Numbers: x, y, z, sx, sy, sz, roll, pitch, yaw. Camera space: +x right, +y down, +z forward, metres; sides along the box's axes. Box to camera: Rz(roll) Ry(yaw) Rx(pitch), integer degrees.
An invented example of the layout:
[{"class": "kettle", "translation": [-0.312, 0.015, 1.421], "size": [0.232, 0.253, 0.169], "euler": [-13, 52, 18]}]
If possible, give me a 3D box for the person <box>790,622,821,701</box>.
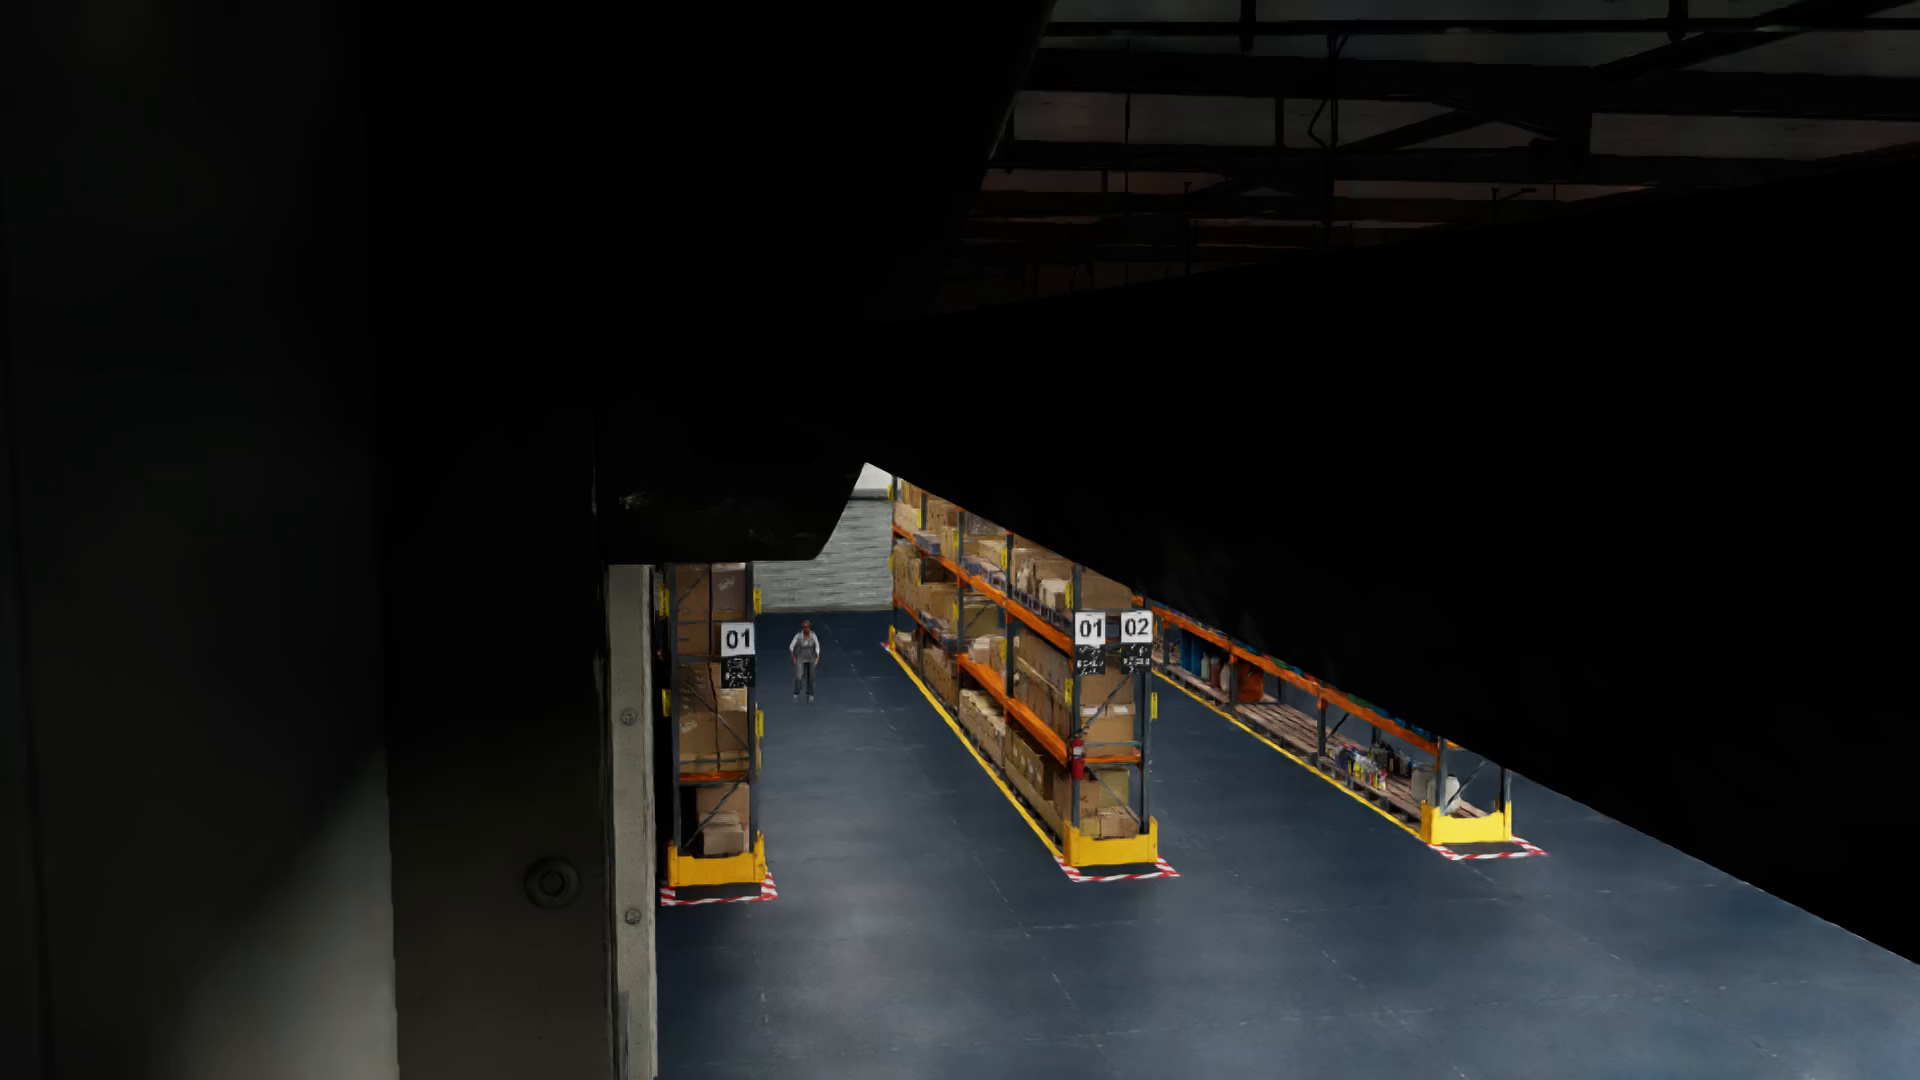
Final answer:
[{"class": "person", "translation": [-2.869, 2.246, 30.843], "size": [0.566, 1.529, 0.554], "euler": [-2, 6, -14]}]
